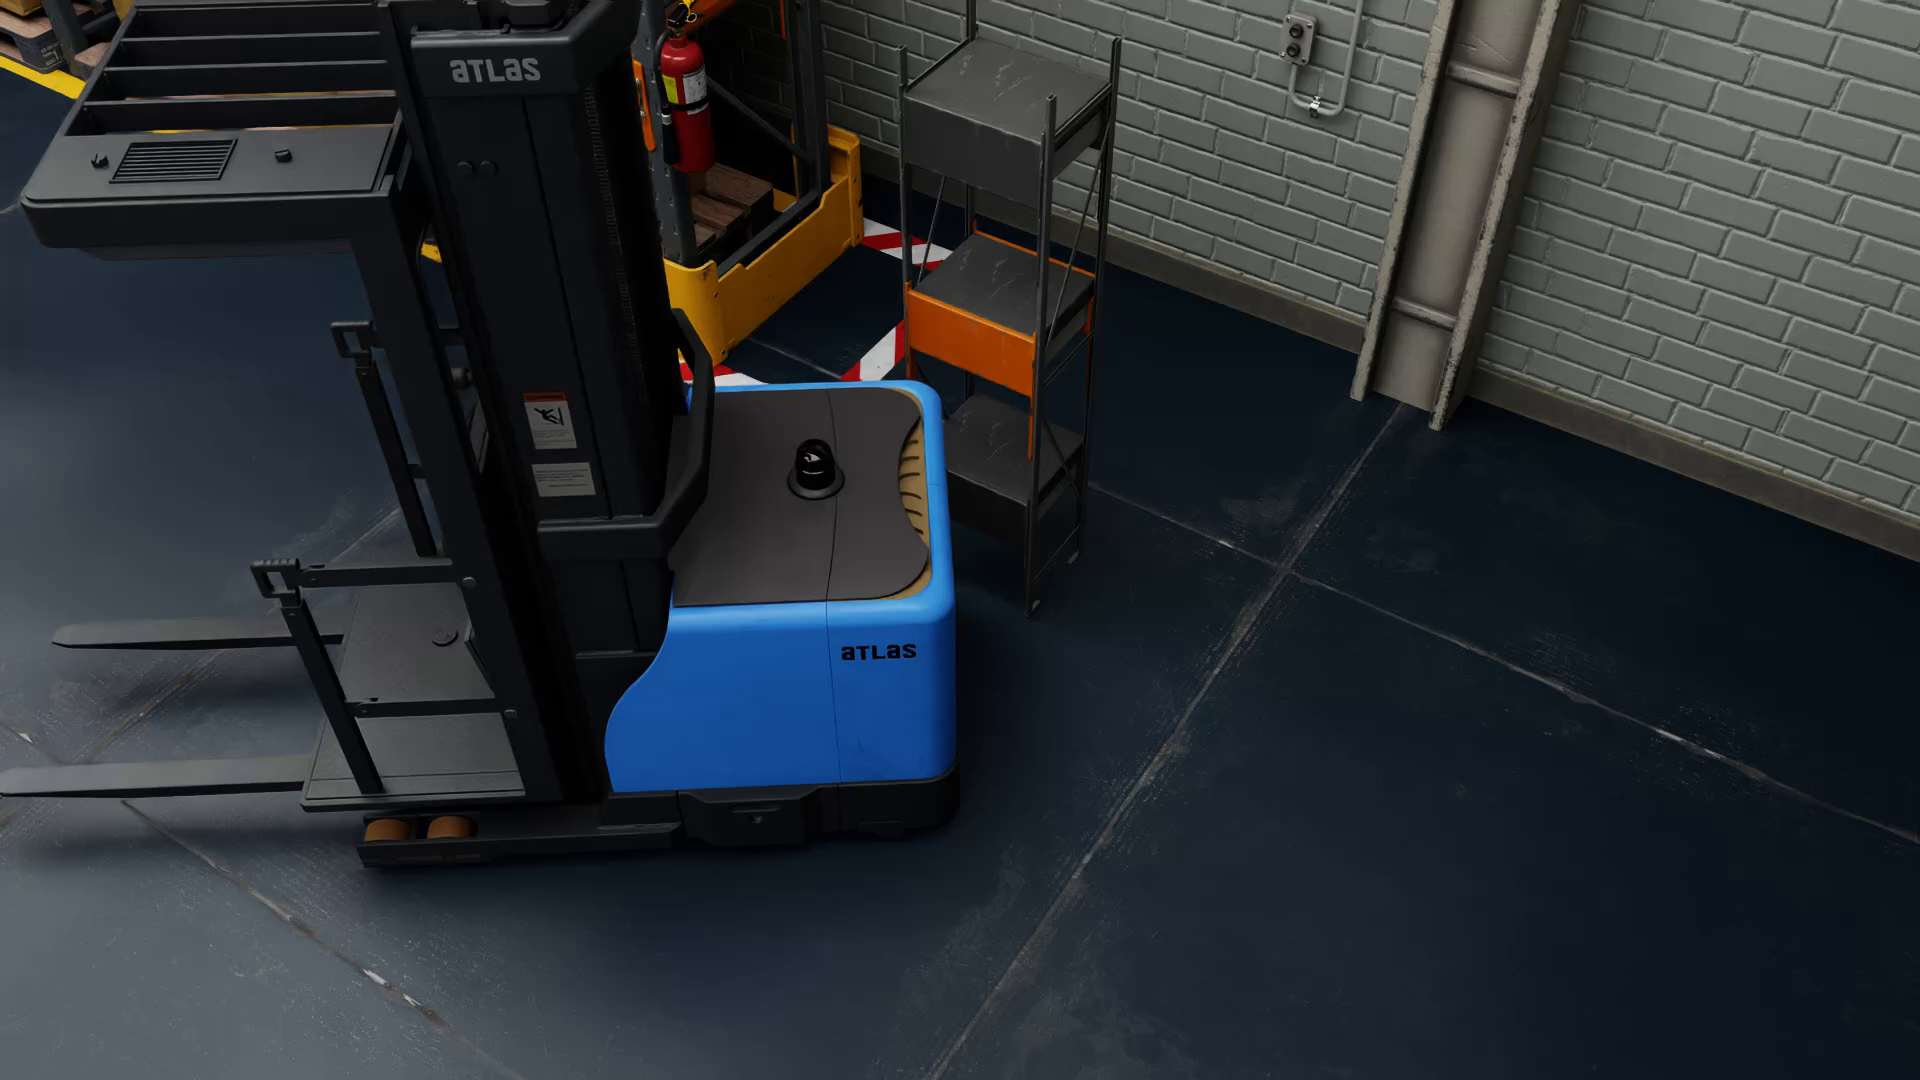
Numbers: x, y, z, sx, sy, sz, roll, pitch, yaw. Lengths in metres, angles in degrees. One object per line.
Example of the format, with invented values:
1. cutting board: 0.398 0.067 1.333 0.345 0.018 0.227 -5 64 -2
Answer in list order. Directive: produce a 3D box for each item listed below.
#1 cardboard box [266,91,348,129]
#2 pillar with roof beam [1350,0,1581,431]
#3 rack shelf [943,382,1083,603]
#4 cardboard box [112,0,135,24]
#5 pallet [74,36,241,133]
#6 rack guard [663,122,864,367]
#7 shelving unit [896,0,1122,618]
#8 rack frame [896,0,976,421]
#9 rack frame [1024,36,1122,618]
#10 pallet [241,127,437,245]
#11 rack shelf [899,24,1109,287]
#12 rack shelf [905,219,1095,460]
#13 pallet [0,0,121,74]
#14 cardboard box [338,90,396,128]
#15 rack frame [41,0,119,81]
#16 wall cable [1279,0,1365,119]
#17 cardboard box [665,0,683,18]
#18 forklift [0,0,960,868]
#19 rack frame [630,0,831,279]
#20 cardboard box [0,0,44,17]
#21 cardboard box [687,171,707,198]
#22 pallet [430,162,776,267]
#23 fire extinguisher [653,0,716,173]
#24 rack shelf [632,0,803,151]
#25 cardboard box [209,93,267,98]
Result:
1. cardboard box: -2.834 -2.249 7.794 0.500 0.500 0.700 26 51 23
2. pillar with roof beam: -0.478 -1.141 1.084 0.400 9.000 9.100 25 51 22
3. rack shelf: 0.139 -0.170 5.946 0.480 0.518 0.431 25 51 22
4. cardboard box: -3.686 -2.645 8.179 0.500 0.500 0.700 25 51 23
5. pallet: -3.662 -2.408 8.443 1.213 0.211 1.003 25 51 22
6. rack guard: -0.873 -1.292 7.157 0.348 0.500 1.175 25 51 22
7. shelving unit: 0.139 -0.668 5.435 0.503 2.100 0.431 25 51 22
8. rack frame: -0.066 -0.762 5.526 0.015 2.100 0.400 25 51 22
9. rack frame: 0.345 -0.573 5.343 0.015 2.100 0.400 25 51 22
10. pallet: -2.631 -1.936 7.984 1.213 0.211 1.003 25 51 22
11. rack shelf: 0.139 -1.146 4.942 0.480 0.518 0.431 25 51 22
12. rack shelf: 0.139 -0.658 5.444 0.480 0.518 0.431 25 51 22
13. pallet: -4.950 -3.003 9.021 1.213 0.211 1.003 25 51 22
14. cardboard box: -2.381 -2.047 7.597 0.500 0.500 0.700 23 50 21
15. rack frame: -4.260 -3.721 7.775 0.127 3.000 1.000 25 51 22
16. wall cable: 0.695 -2.602 5.979 1.851 1.984 0.084 25 51 22
17. cardboard box: -1.328 -2.469 6.348 0.700 0.700 0.980 27 52 24
18. forklift: -1.536 -0.383 4.578 3.031 2.935 1.130 -2 46 -2
19. rack frame: -0.893 -2.173 6.270 0.127 3.000 1.000 25 51 22
20. cardboard box: -4.878 -3.292 8.563 0.750 0.750 0.750 25 51 23
21. cardboard box: -1.536 -1.659 7.220 0.500 0.500 0.700 25 51 22
22. pallet: -1.608 -1.463 7.525 1.213 0.211 1.003 25 51 22
23. fire extinguisher: -1.015 -1.679 6.104 0.183 0.674 0.296 25 51 22
24. rack shelf: -2.577 -2.696 7.280 4.000 0.370 1.077 25 51 22
25. cardboard box: -3.265 -2.449 7.988 0.500 0.500 0.700 24 51 22
